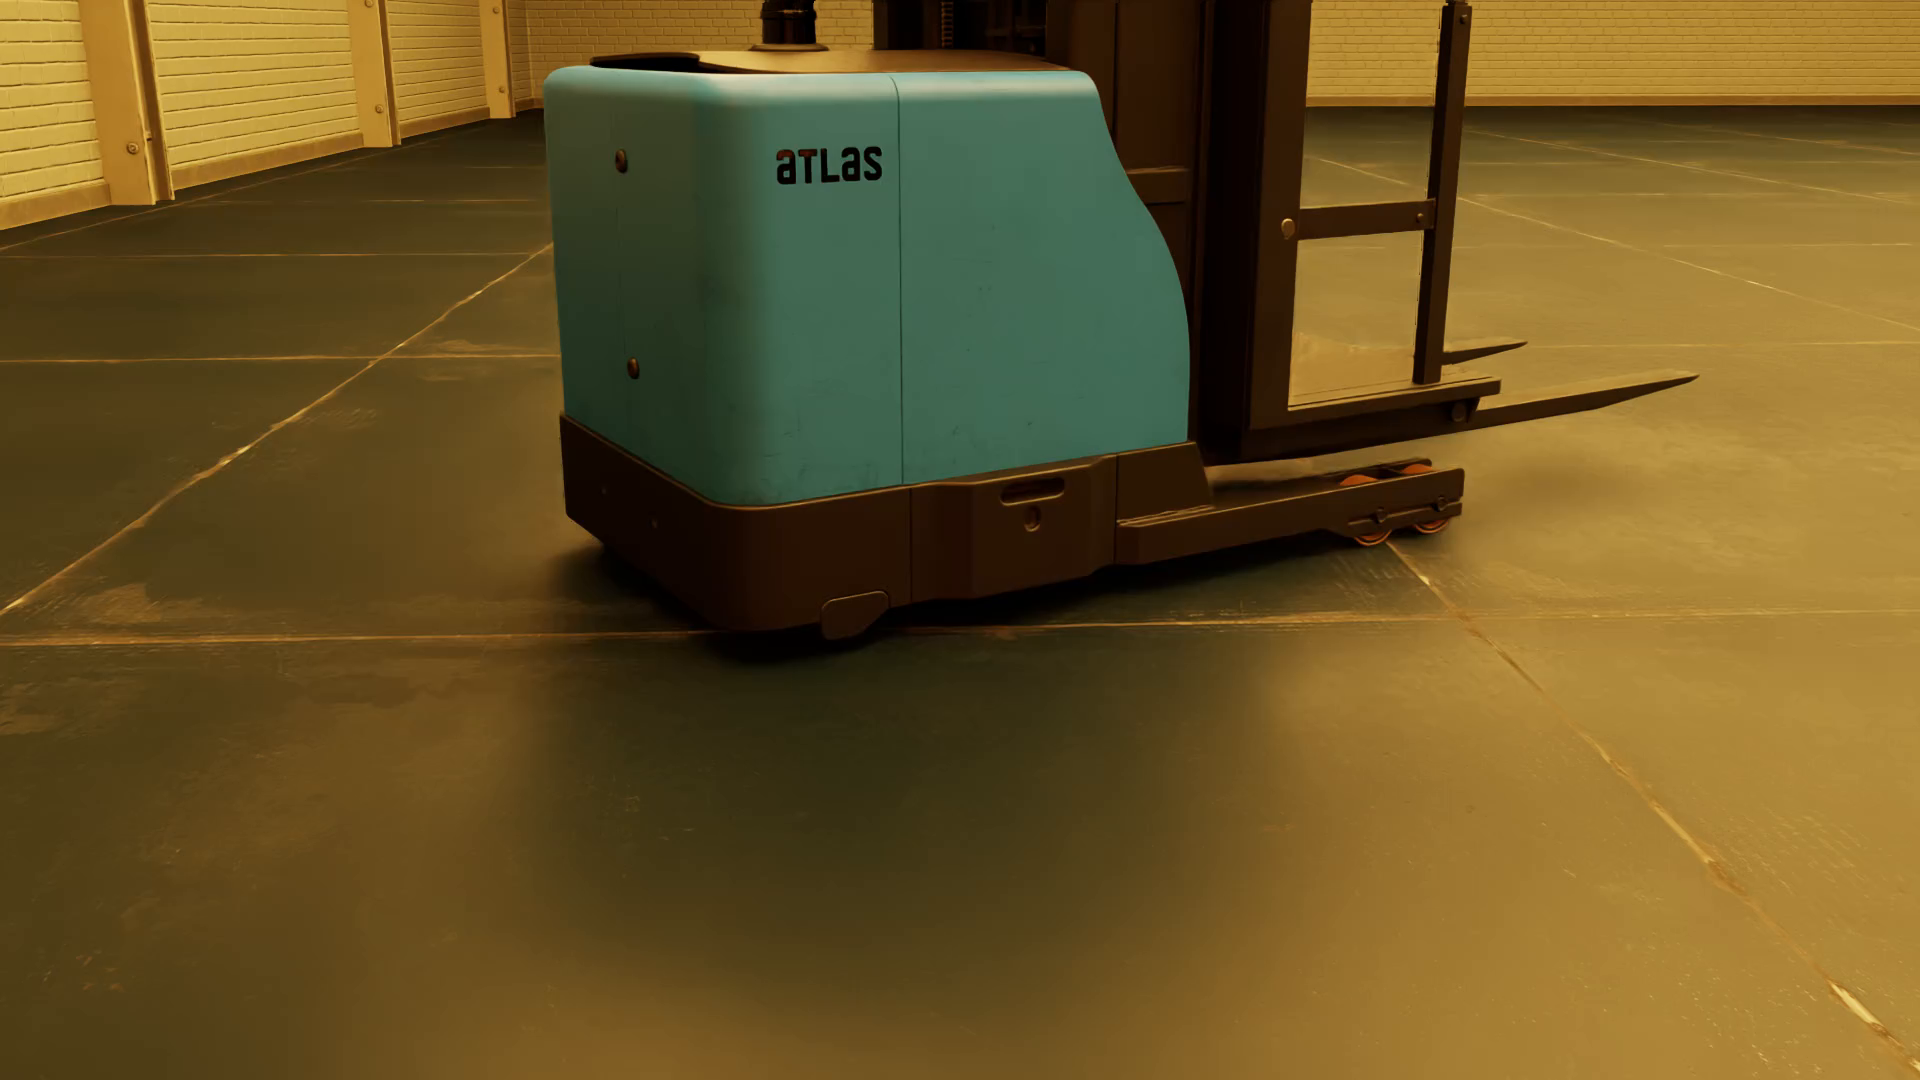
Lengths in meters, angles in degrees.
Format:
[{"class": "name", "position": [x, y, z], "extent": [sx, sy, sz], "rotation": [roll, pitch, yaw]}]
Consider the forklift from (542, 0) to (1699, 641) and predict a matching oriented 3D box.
[{"class": "forklift", "position": [0.610, -1.508, 3.838], "extent": [3.031, 2.935, 1.130], "rotation": [-10, 20, -29]}]
